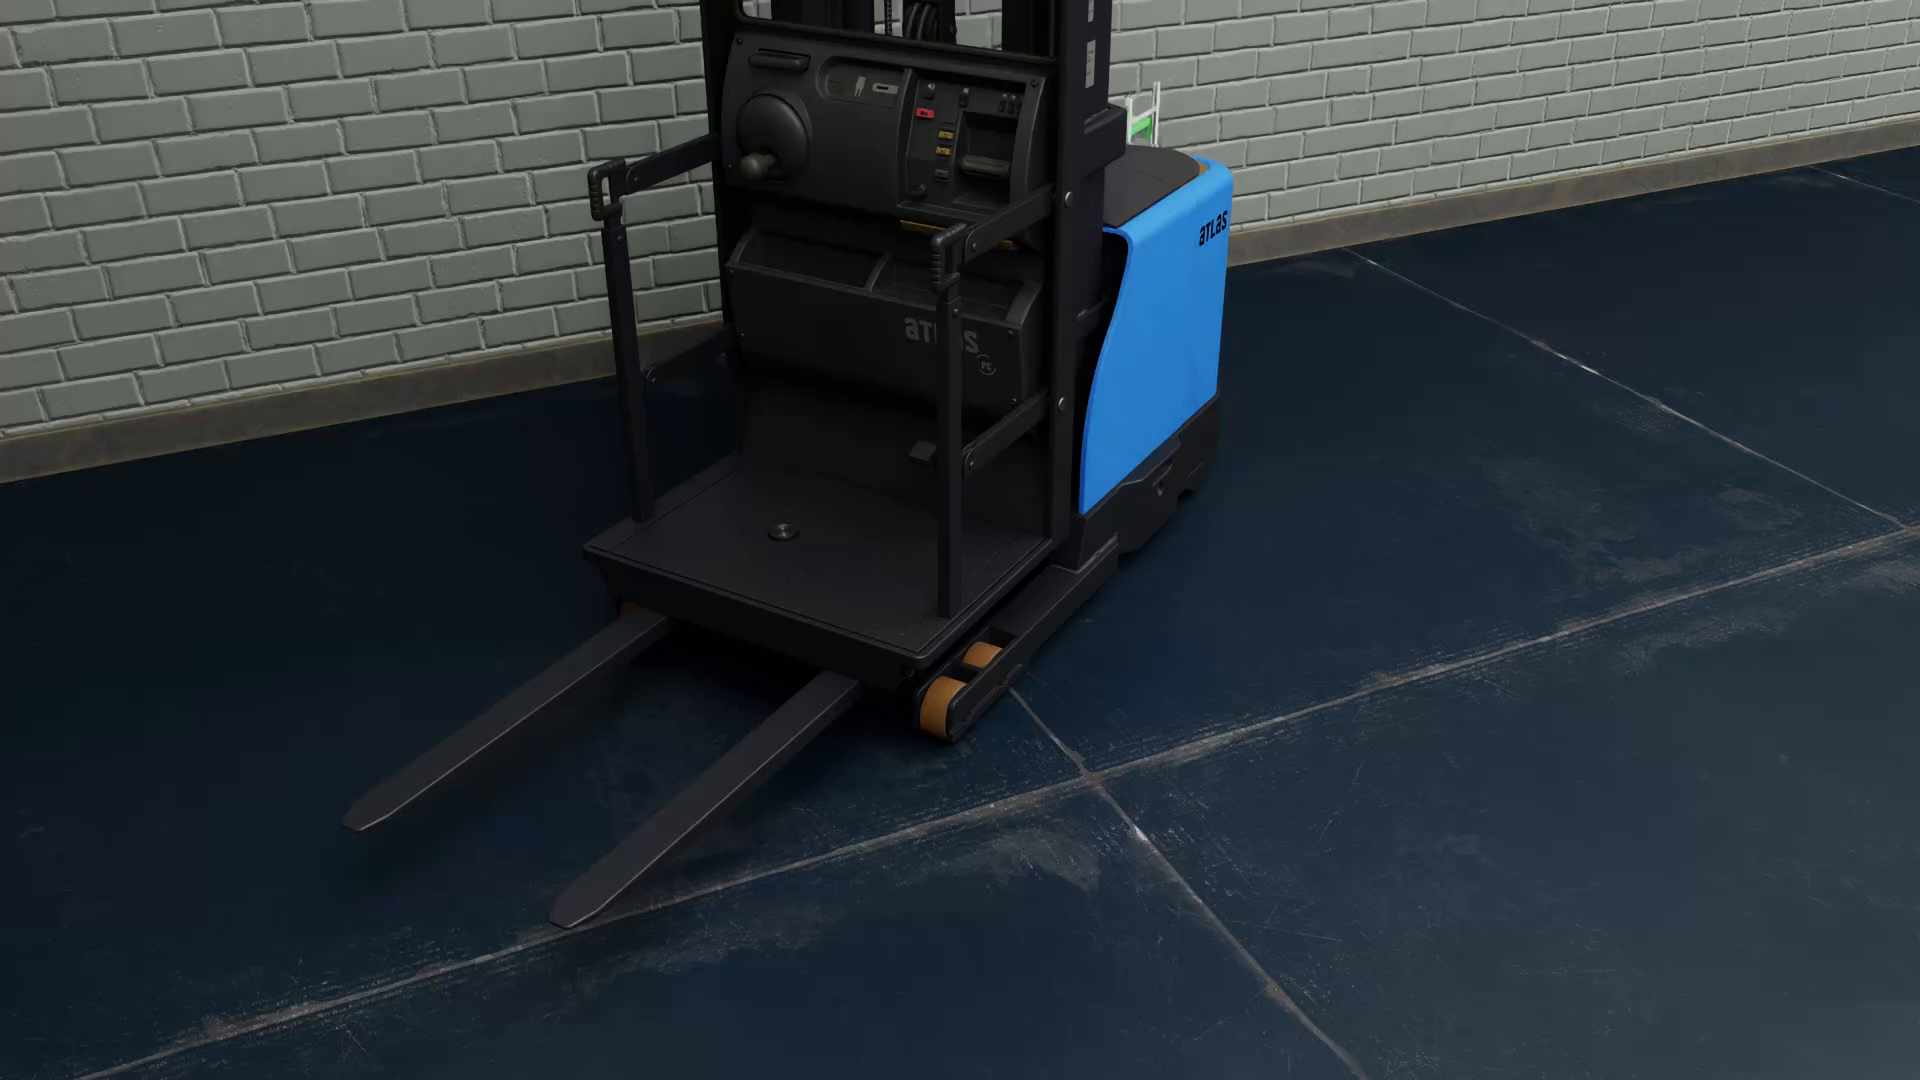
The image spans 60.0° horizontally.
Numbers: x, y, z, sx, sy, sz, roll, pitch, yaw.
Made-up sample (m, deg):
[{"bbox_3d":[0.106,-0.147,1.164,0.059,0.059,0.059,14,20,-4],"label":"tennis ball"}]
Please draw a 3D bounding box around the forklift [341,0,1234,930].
[{"bbox_3d":[-0.319,-1.013,4.060,1.130,2.935,3.031,16,33,26],"label":"forklift"}]

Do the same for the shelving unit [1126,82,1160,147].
[{"bbox_3d":[0.385,-0.997,5.800,0.503,1.200,0.258,16,33,26],"label":"shelving unit"}]

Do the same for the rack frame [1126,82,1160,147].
[{"bbox_3d":[0.597,-0.938,5.694,0.015,1.200,0.240,16,33,26],"label":"rack frame"}]

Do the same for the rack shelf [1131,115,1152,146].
[{"bbox_3d":[0.385,-1.359,5.595,0.480,0.148,0.258,16,33,26],"label":"rack shelf"}]
